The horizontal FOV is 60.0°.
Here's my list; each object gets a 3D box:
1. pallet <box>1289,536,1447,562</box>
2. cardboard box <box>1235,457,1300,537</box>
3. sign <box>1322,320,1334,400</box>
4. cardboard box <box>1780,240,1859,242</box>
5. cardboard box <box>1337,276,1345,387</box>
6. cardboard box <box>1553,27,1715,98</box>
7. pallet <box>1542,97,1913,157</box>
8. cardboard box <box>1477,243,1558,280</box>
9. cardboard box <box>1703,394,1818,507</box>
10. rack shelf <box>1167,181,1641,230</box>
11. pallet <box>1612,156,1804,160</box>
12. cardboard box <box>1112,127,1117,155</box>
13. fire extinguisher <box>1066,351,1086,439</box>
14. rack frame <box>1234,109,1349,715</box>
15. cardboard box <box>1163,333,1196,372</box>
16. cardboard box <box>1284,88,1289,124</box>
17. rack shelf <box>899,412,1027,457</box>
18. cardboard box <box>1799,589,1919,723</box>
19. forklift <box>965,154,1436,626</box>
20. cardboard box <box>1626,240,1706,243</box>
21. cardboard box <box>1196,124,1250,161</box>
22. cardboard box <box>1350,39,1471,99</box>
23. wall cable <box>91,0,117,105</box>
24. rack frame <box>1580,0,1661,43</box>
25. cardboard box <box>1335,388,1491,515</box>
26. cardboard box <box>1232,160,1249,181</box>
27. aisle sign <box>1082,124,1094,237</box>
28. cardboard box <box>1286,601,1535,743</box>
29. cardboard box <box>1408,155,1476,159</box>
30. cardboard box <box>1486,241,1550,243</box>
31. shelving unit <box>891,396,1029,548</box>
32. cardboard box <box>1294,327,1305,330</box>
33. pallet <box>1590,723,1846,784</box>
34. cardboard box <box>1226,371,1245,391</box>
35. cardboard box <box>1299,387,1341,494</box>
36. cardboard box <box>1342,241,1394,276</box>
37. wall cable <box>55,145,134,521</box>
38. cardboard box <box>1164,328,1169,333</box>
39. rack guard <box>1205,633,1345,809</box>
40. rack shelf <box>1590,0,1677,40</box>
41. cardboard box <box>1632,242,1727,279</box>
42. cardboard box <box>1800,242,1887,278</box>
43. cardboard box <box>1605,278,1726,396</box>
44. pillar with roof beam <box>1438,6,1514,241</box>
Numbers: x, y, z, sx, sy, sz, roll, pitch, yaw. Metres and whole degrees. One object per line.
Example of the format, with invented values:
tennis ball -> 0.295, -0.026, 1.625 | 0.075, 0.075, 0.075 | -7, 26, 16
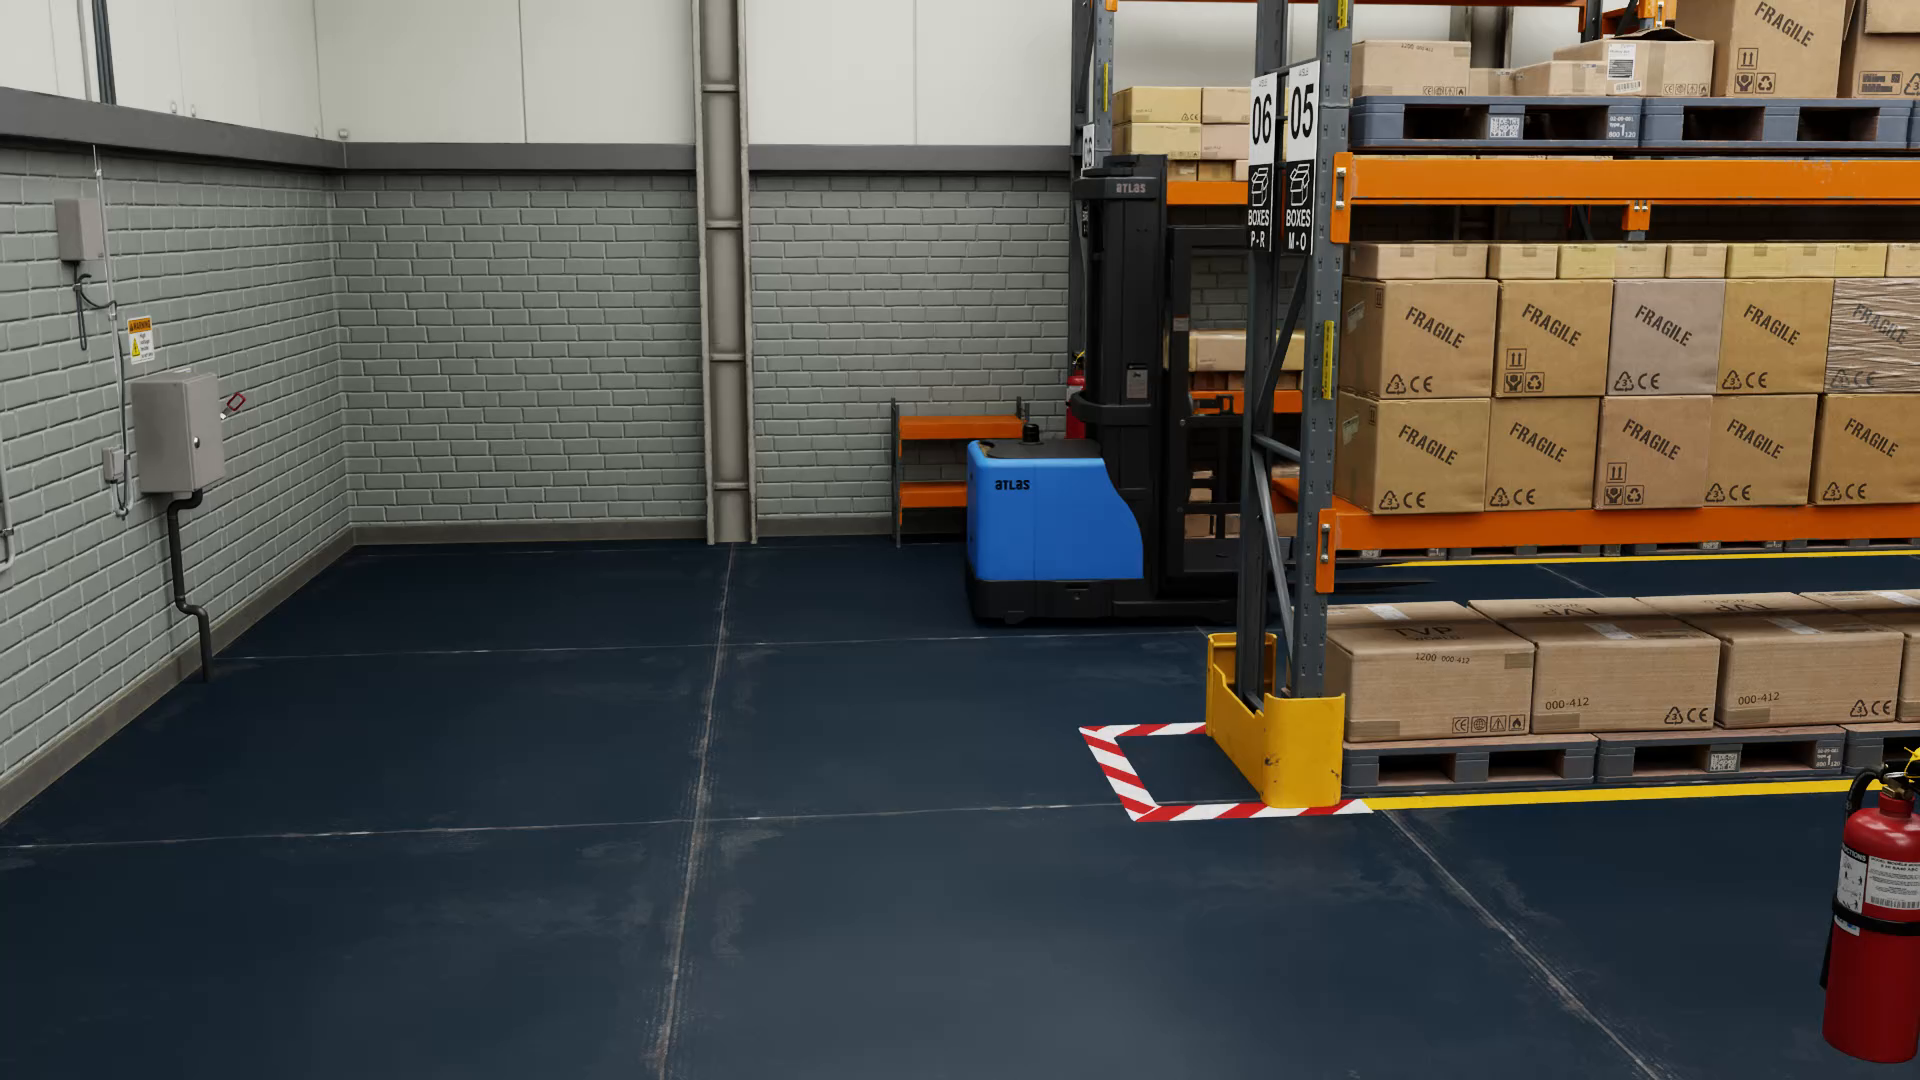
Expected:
pallet -> 3.031, -0.027, 12.961 | 1.213, 0.211, 1.003 | -1, 11, -6
cardboard box -> 2.425, -0.337, 12.698 | 0.500, 0.500, 0.700 | -1, 11, -4
sign -> 1.547, -0.758, 6.998 | 0.005, 0.325, 0.100 | -1, 11, -6
cardboard box -> 4.104, -1.370, 8.028 | 0.250, 0.149, 0.380 | -2, 11, -8
cardboard box -> 1.946, -0.996, 7.808 | 0.500, 0.500, 0.500 | -1, 11, -4
cardboard box -> 2.986, -2.106, 7.410 | 0.500, 0.311, 0.500 | -1, 11, -5
pallet -> 3.445, -1.873, 7.571 | 1.213, 0.211, 1.003 | -1, 11, -6
cardboard box -> 2.399, -1.216, 7.243 | 0.250, 0.149, 0.380 | -1, 11, -4
cardboard box -> 3.505, -0.441, 7.578 | 0.500, 0.500, 0.500 | -1, 11, -4
rack shelf -> 2.941, -2.513, 12.464 | 4.000, 0.370, 1.077 | -1, 11, -6
pallet -> 5.586, -2.816, 12.626 | 1.003, 0.211, 1.213 | -1, 11, -6
cardboard box -> 1.366, -2.958, 12.481 | 0.500, 0.250, 0.500 | -1, 11, -7
fire extinguisher -> 0.857, -1.040, 12.049 | 0.183, 0.674, 0.296 | -1, 11, -6
rack frame -> 1.493, -0.401, 7.631 | 0.127, 3.000, 1.000 | -1, 11, -6
cardboard box -> 1.433, -1.383, 12.243 | 0.500, 0.250, 0.500 | -1, 11, -6
cardboard box -> 2.427, -3.123, 12.025 | 0.500, 0.250, 0.500 | -1, 11, -7
rack shelf -> -0.006, -0.839, 13.201 | 1.000, 0.278, 0.538 | -1, 11, -6
cardboard box -> 4.834, 0.559, 8.299 | 0.875, 0.438, 0.875 | -1, 11, -7
forklift -> 1.575, -0.994, 10.826 | 3.031, 2.935, 1.130 | -1, 11, -4
cardboard box -> 3.354, -1.344, 7.894 | 0.250, 0.149, 0.380 | -1, 11, -4
cardboard box -> 1.927, -2.868, 12.023 | 0.500, 0.250, 0.500 | -1, 11, -5
cardboard box -> 1.931, -2.081, 7.441 | 0.500, 0.250, 0.500 | -2, 11, -11
wall cable -> -4.474, -3.870, 9.626 | 0.133, 3.039, 2.988 | -1, 11, -6
rack frame -> 4.930, -4.380, 12.318 | 0.127, 3.000, 1.000 | -1, 11, -6
cardboard box -> 2.001, -0.405, 7.392 | 0.500, 0.500, 0.500 | -1, 11, -7
cardboard box -> 2.069, -2.661, 12.004 | 0.250, 0.149, 0.380 | -1, 11, -5
aisle sign -> 0.917, -2.570, 11.928 | 0.004, 0.787, 0.394 | -1, 11, -6
cardboard box -> 2.138, 0.617, 8.005 | 0.875, 0.438, 0.875 | -2, 11, -8
cardboard box -> 3.451, -2.901, 12.189 | 0.500, 0.250, 0.500 | -1, 11, -5
cardboard box -> 2.580, -1.333, 7.842 | 0.250, 0.149, 0.380 | -1, 11, -5
shelving unit -> -0.006, -0.552, 13.258 | 1.048, 1.125, 0.538 | -1, 11, -6
cardboard box -> 2.907, -1.516, 12.922 | 0.500, 0.250, 0.500 | -1, 11, -6
pallet -> 3.490, 0.911, 8.187 | 1.213, 0.211, 1.003 | -1, 11, -6
cardboard box -> 2.073, -1.203, 12.365 | 0.250, 0.149, 0.380 | -1, 11, -4
cardboard box -> 1.944, -0.511, 7.930 | 0.500, 0.500, 0.500 | -1, 11, -6
cardboard box -> 1.828, -1.305, 7.696 | 0.250, 0.149, 0.380 | -1, 11, -5
wall cable -> -4.275, -1.049, 8.295 | 0.122, 1.984, 0.588 | -1, 11, -6
cardboard box -> 1.382, -1.485, 12.766 | 0.500, 0.250, 0.500 | -1, 11, -4
rack guard -> 1.469, 0.826, 7.869 | 0.348, 0.500, 1.175 | -1, 11, -6
rack shelf -> 6.918, -3.872, 12.637 | 4.000, 0.370, 1.077 | -1, 11, -6
cardboard box -> 3.167, -1.237, 7.353 | 0.250, 0.149, 0.380 | -1, 11, -6
cardboard box -> 3.920, -1.260, 7.469 | 0.250, 0.149, 0.380 | -1, 11, -7
cardboard box -> 3.025, -0.920, 7.421 | 0.500, 0.500, 0.500 | -1, 11, -7
pillar with roof beam -> 4.605, -3.712, 8.924 | 0.400, 9.000, 9.100 | -1, 11, -6
